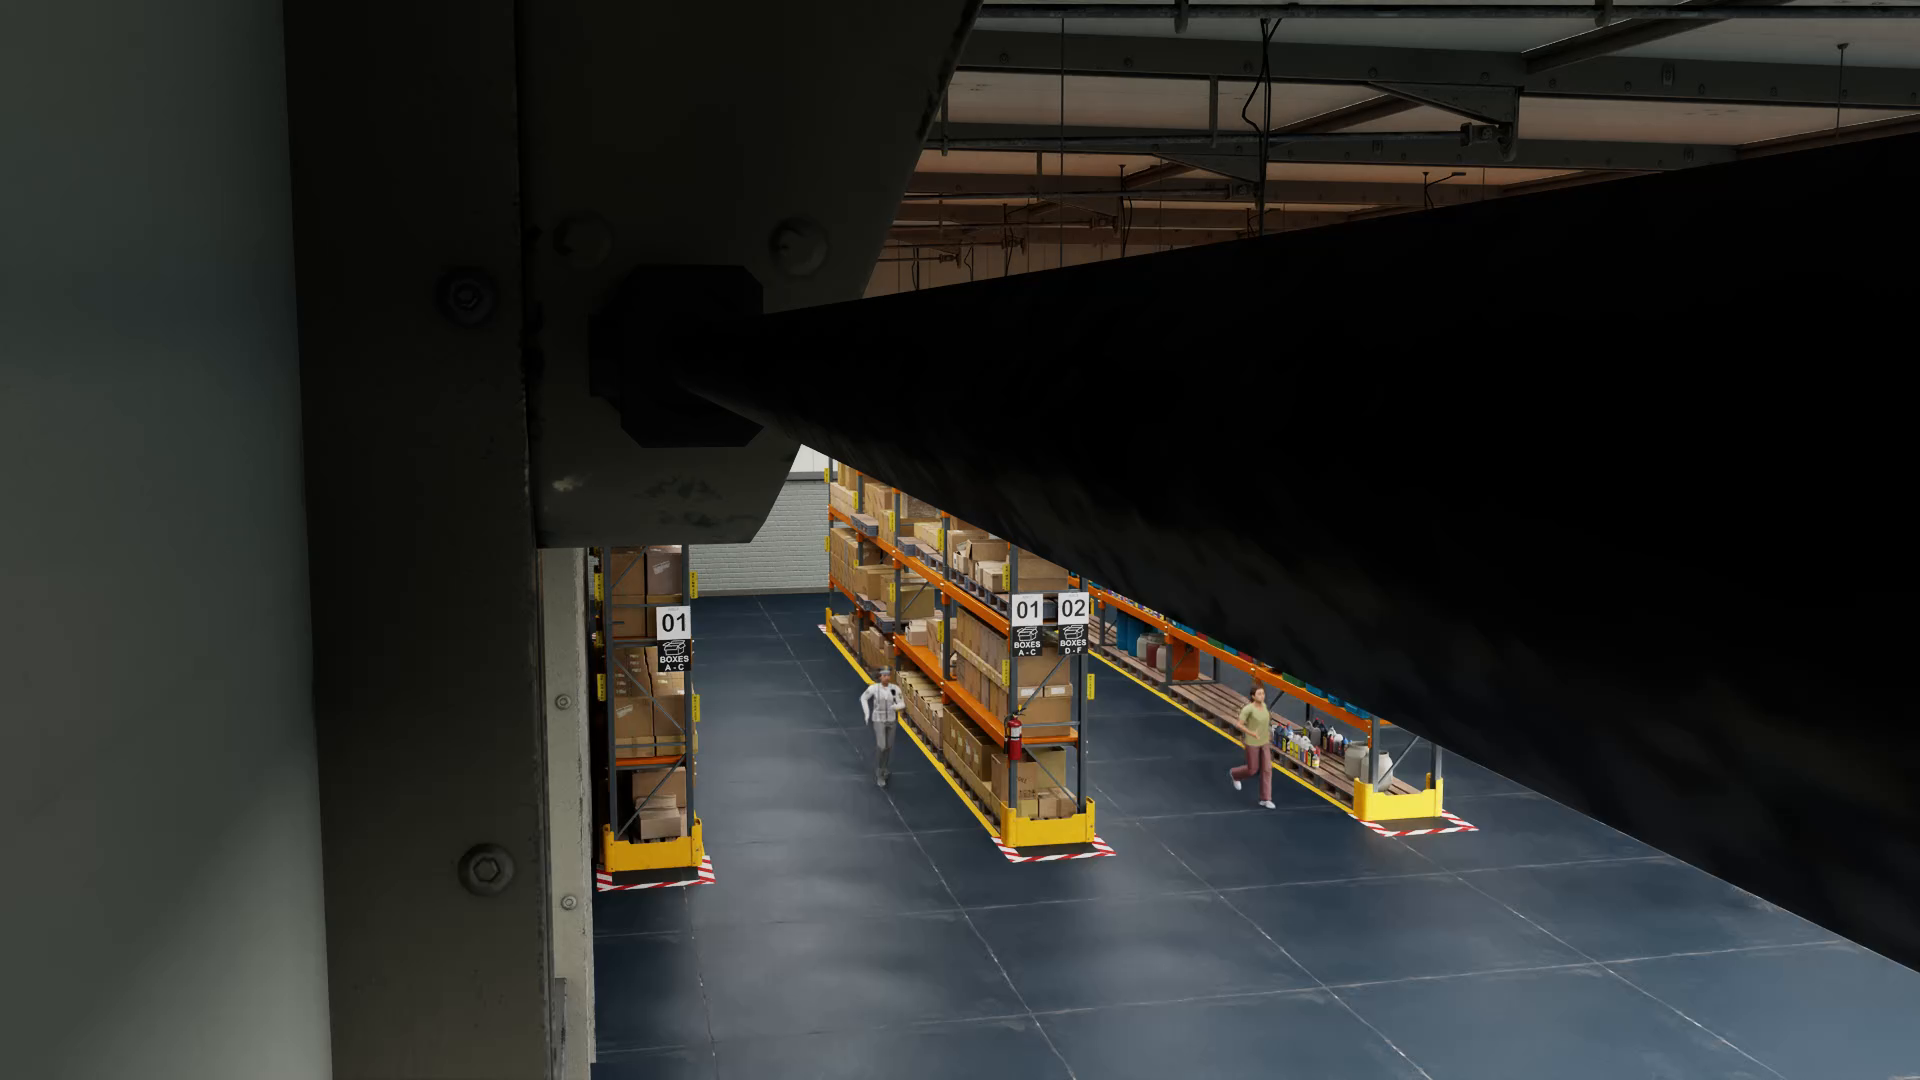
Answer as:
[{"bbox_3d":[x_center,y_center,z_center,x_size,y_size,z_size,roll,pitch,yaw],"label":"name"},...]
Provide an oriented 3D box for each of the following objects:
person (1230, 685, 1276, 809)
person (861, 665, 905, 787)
[{"bbox_3d":[4.062,2.802,22.856,0.579,1.650,0.924,-3,8,-27],"label":"person"},{"bbox_3d":[-1.089,2.657,23.957,0.576,1.749,0.732,-2,7,-18],"label":"person"}]
